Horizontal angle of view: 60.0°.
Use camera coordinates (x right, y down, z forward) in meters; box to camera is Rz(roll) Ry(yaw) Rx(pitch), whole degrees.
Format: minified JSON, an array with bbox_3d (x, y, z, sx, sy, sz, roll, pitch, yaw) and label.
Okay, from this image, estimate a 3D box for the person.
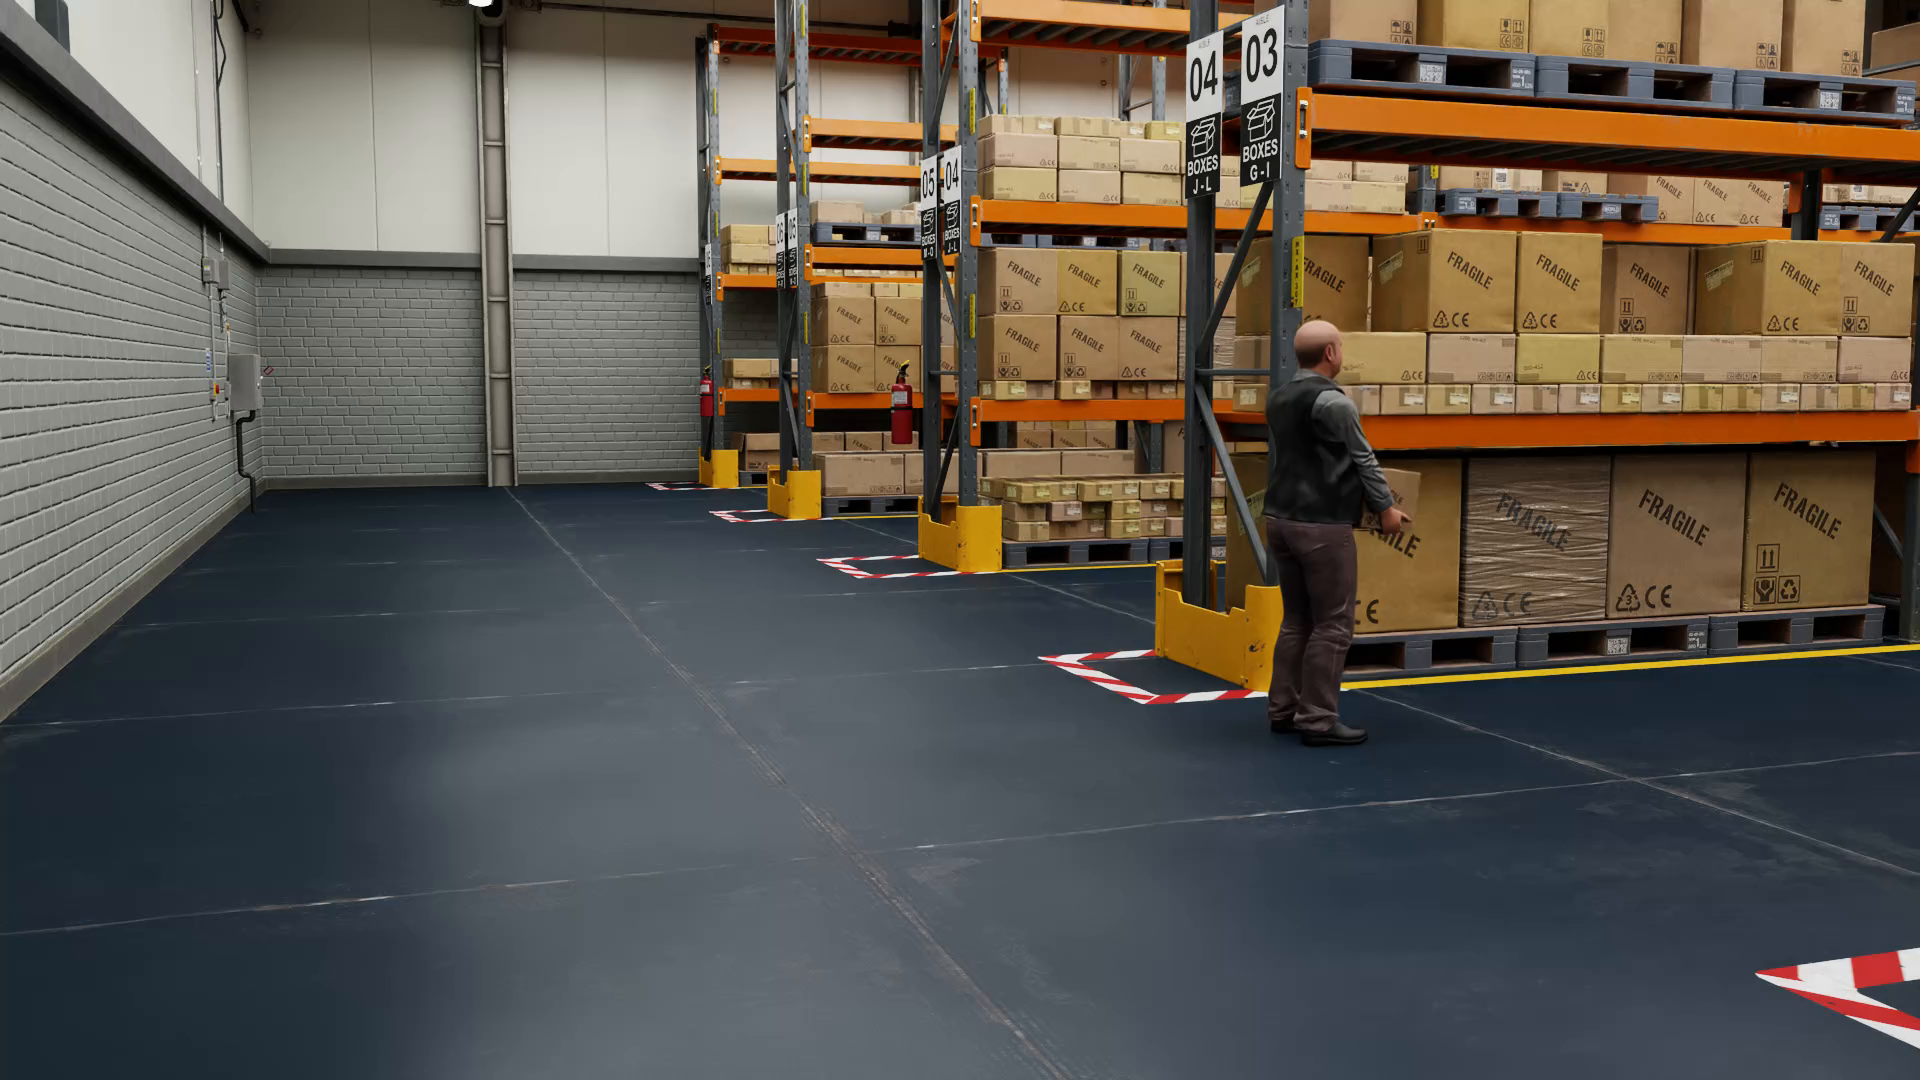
[{"bbox_3d":[1.538,-0.040,6.872,0.560,1.721,0.495,-2,6,-19],"label":"person"}]
